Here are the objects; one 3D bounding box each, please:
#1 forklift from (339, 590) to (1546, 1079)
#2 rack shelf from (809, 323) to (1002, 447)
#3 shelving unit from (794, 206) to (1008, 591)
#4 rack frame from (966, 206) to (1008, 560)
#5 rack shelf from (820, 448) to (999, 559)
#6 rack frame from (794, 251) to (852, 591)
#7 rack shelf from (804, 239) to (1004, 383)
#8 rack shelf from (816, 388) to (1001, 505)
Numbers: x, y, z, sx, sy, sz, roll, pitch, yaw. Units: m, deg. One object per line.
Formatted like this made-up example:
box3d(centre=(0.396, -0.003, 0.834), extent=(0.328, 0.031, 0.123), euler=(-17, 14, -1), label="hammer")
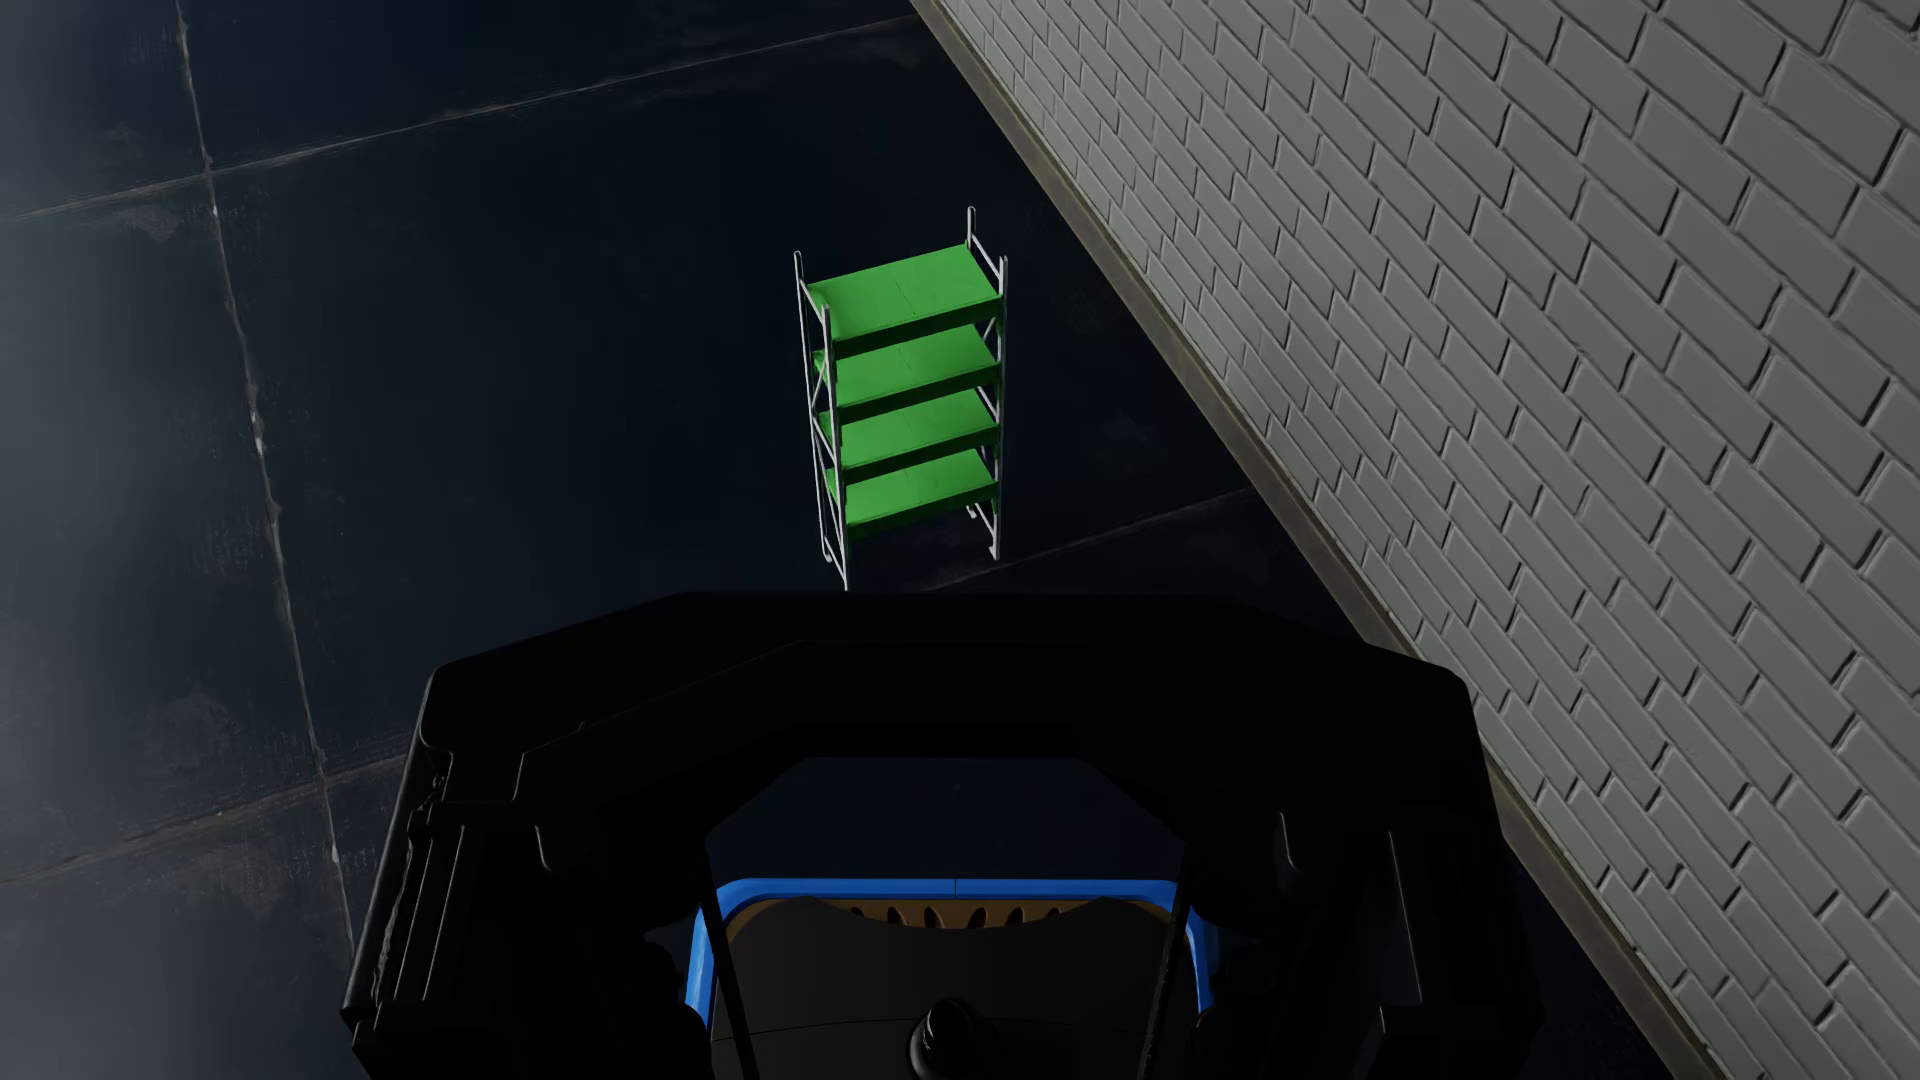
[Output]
box3d(centre=(-0.016, 1.534, 2.001), extent=(1.130, 2.935, 3.031), euler=(0, 49, 0), label="forklift")
box3d(centre=(-0.153, -0.458, 4.620), extent=(0.480, 0.148, 0.258), euler=(-17, 52, -14), label="rack shelf")
box3d(centre=(-0.153, -0.343, 4.754), extent=(0.503, 1.200, 0.258), euler=(-17, 52, -14), label="shelving unit")
box3d(centre=(0.073, -0.413, 4.814), extent=(0.015, 1.200, 0.240), euler=(-17, 52, -14), label="rack frame")
box3d(centre=(-0.153, -0.145, 4.985), extent=(0.480, 0.148, 0.258), euler=(-17, 52, -14), label="rack shelf")
box3d(centre=(-0.379, -0.273, 4.694), extent=(0.015, 1.200, 0.240), euler=(-17, 52, -14), label="rack frame")
box3d(centre=(-0.153, -0.615, 4.438), extent=(0.480, 0.148, 0.258), euler=(-17, 52, -14), label="rack shelf")
box3d(centre=(-0.153, -0.302, 4.803), extent=(0.480, 0.148, 0.258), euler=(-17, 52, -14), label="rack shelf")
